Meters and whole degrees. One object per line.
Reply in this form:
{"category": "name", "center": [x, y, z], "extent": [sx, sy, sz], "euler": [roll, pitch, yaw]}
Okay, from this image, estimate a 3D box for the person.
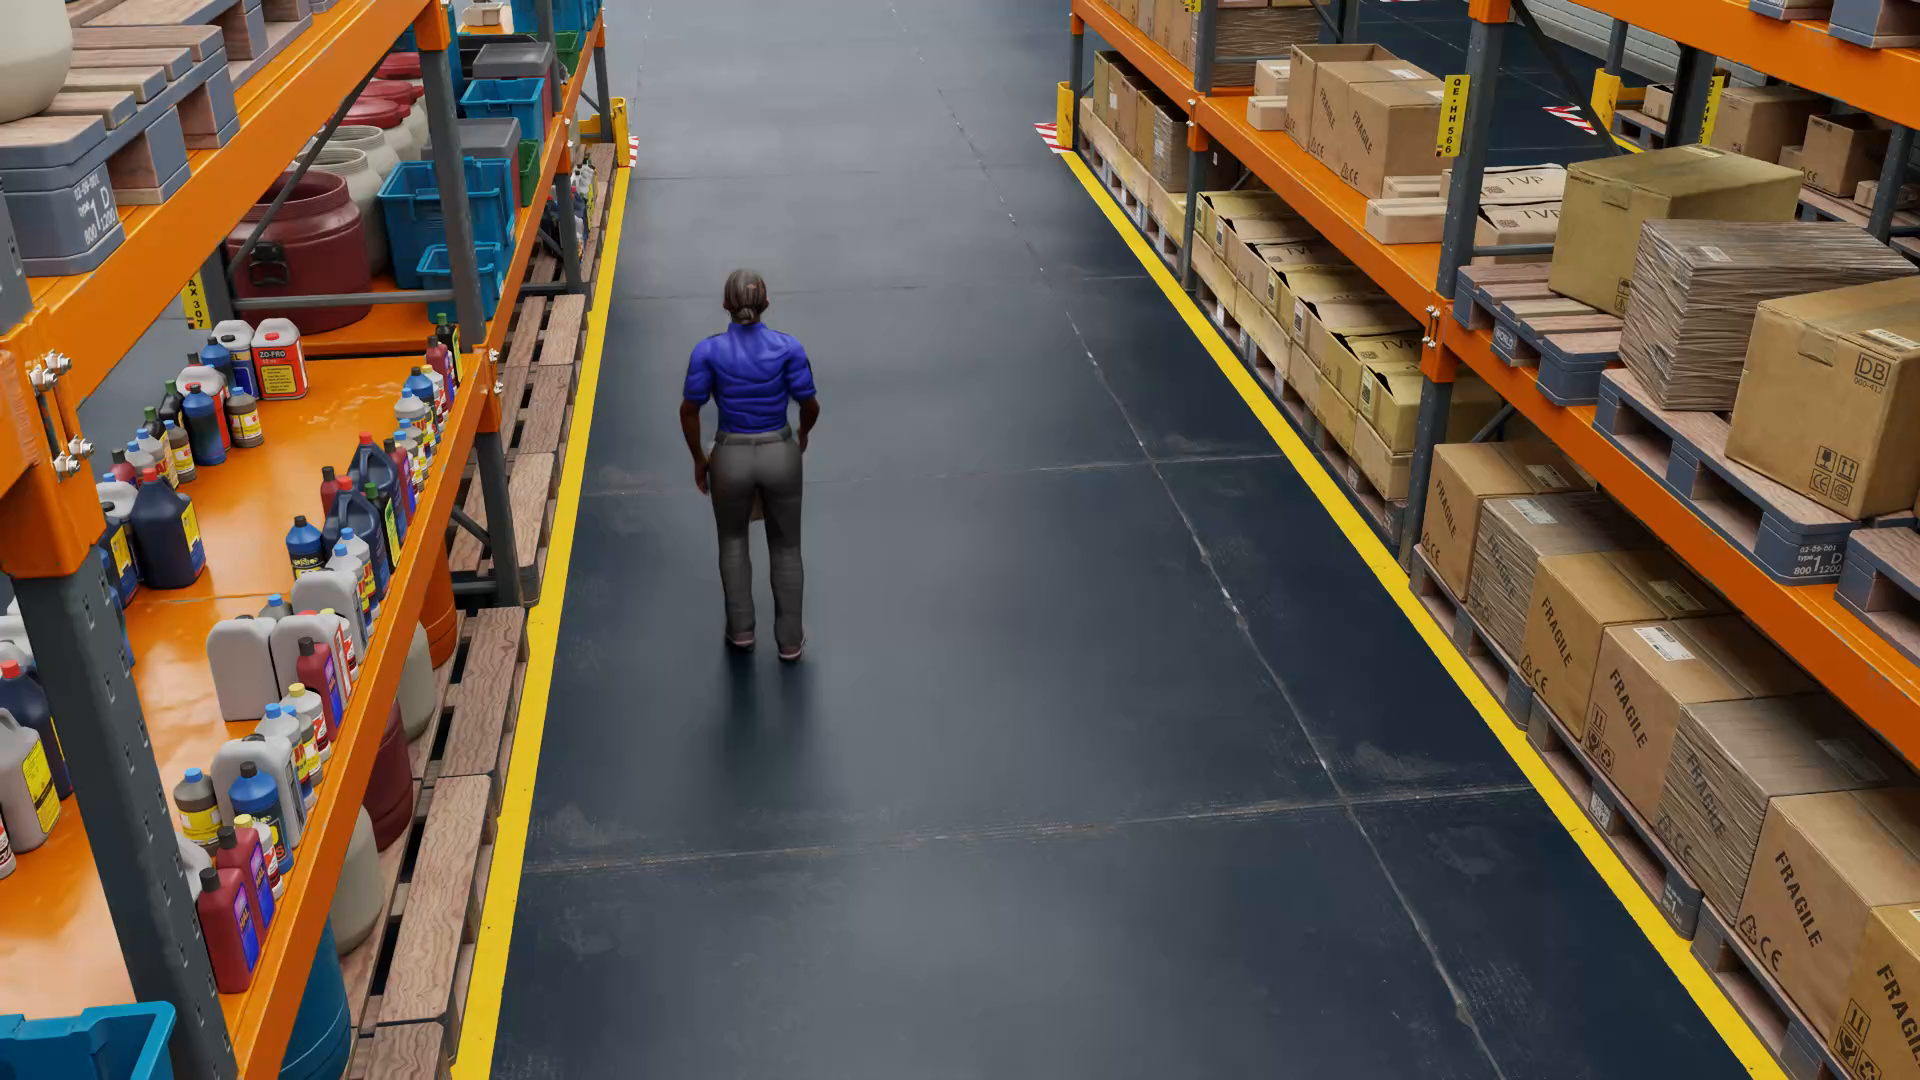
{"category": "person", "center": [-0.835, -0.306, 6.742], "extent": [0.549, 1.633, 0.446], "euler": [-3, 27, -5]}
